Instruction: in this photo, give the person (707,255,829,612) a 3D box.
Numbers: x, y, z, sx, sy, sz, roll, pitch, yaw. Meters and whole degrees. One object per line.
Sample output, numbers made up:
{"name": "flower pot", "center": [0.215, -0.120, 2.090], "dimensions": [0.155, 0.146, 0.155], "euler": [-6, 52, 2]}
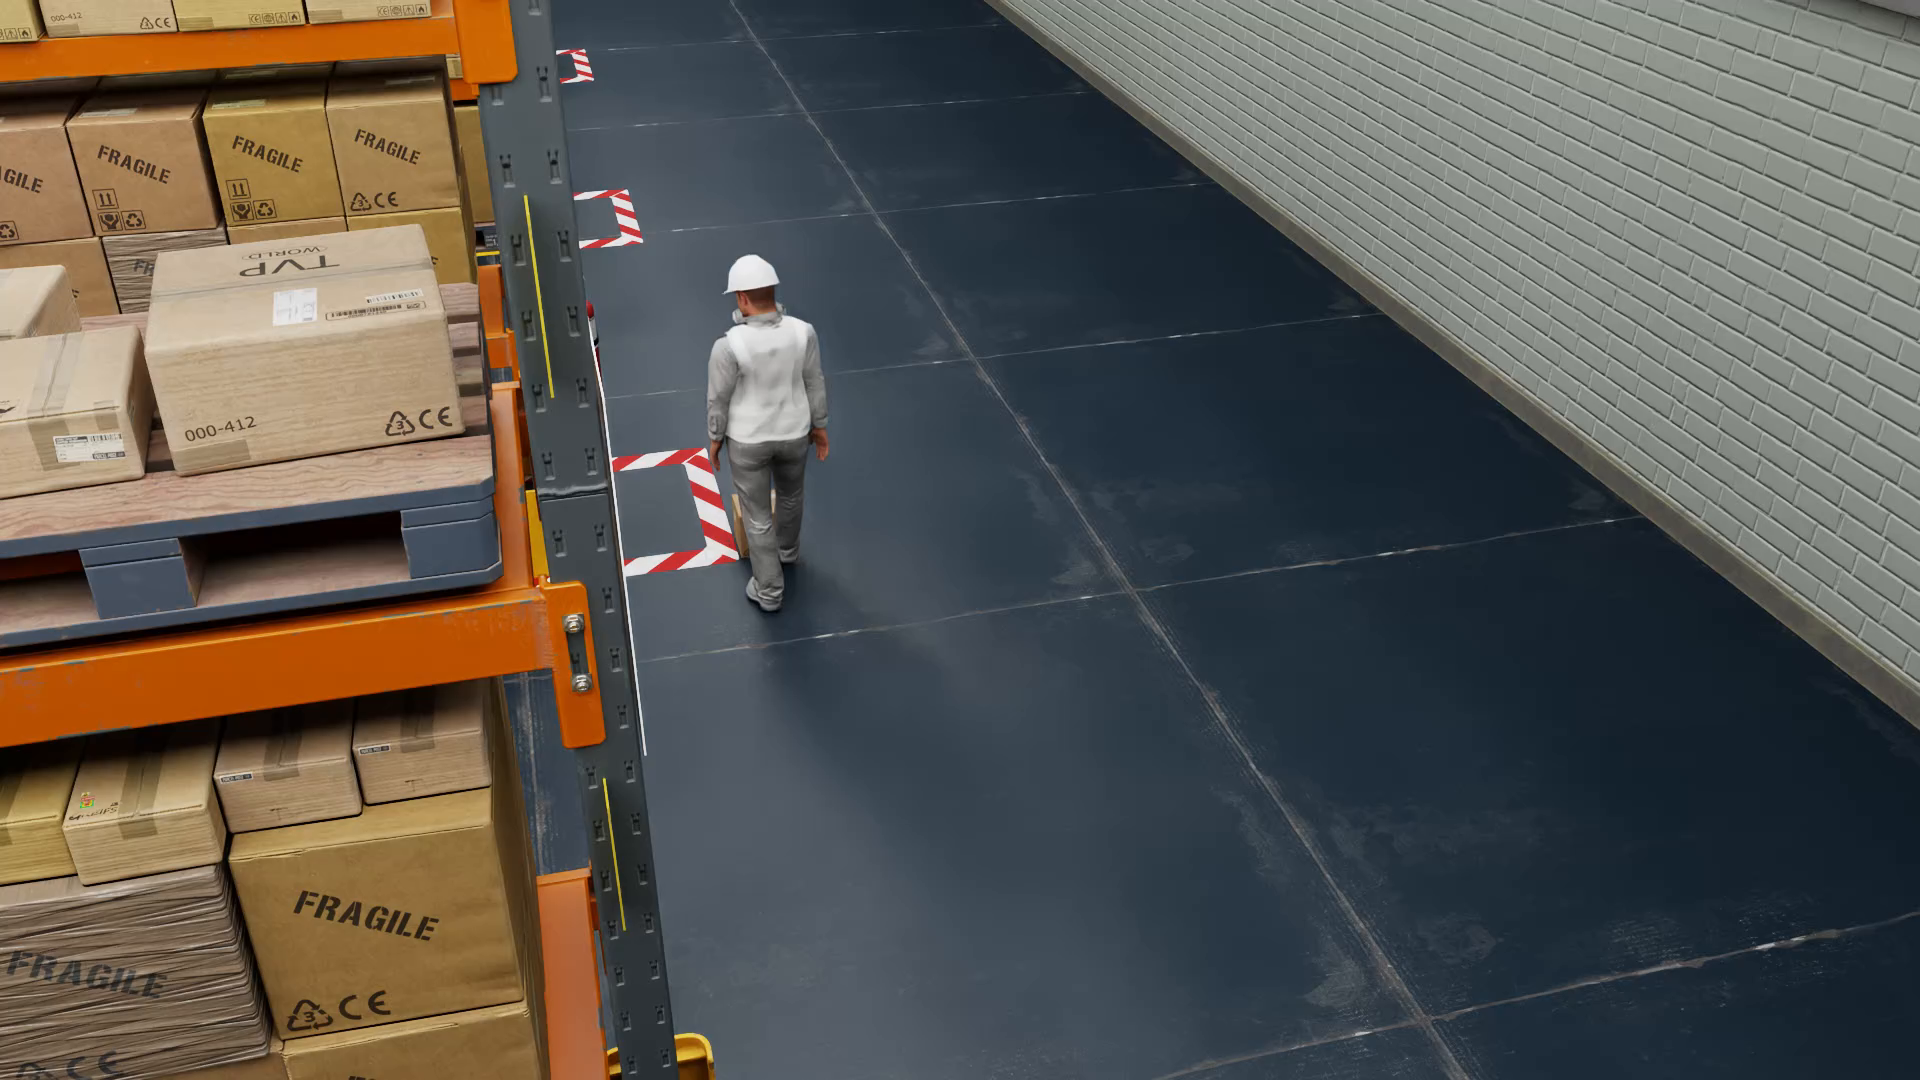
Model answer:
{"name": "person", "center": [-0.971, -0.568, 8.062], "dimensions": [0.573, 1.747, 0.732], "euler": [-12, 32, -20]}
